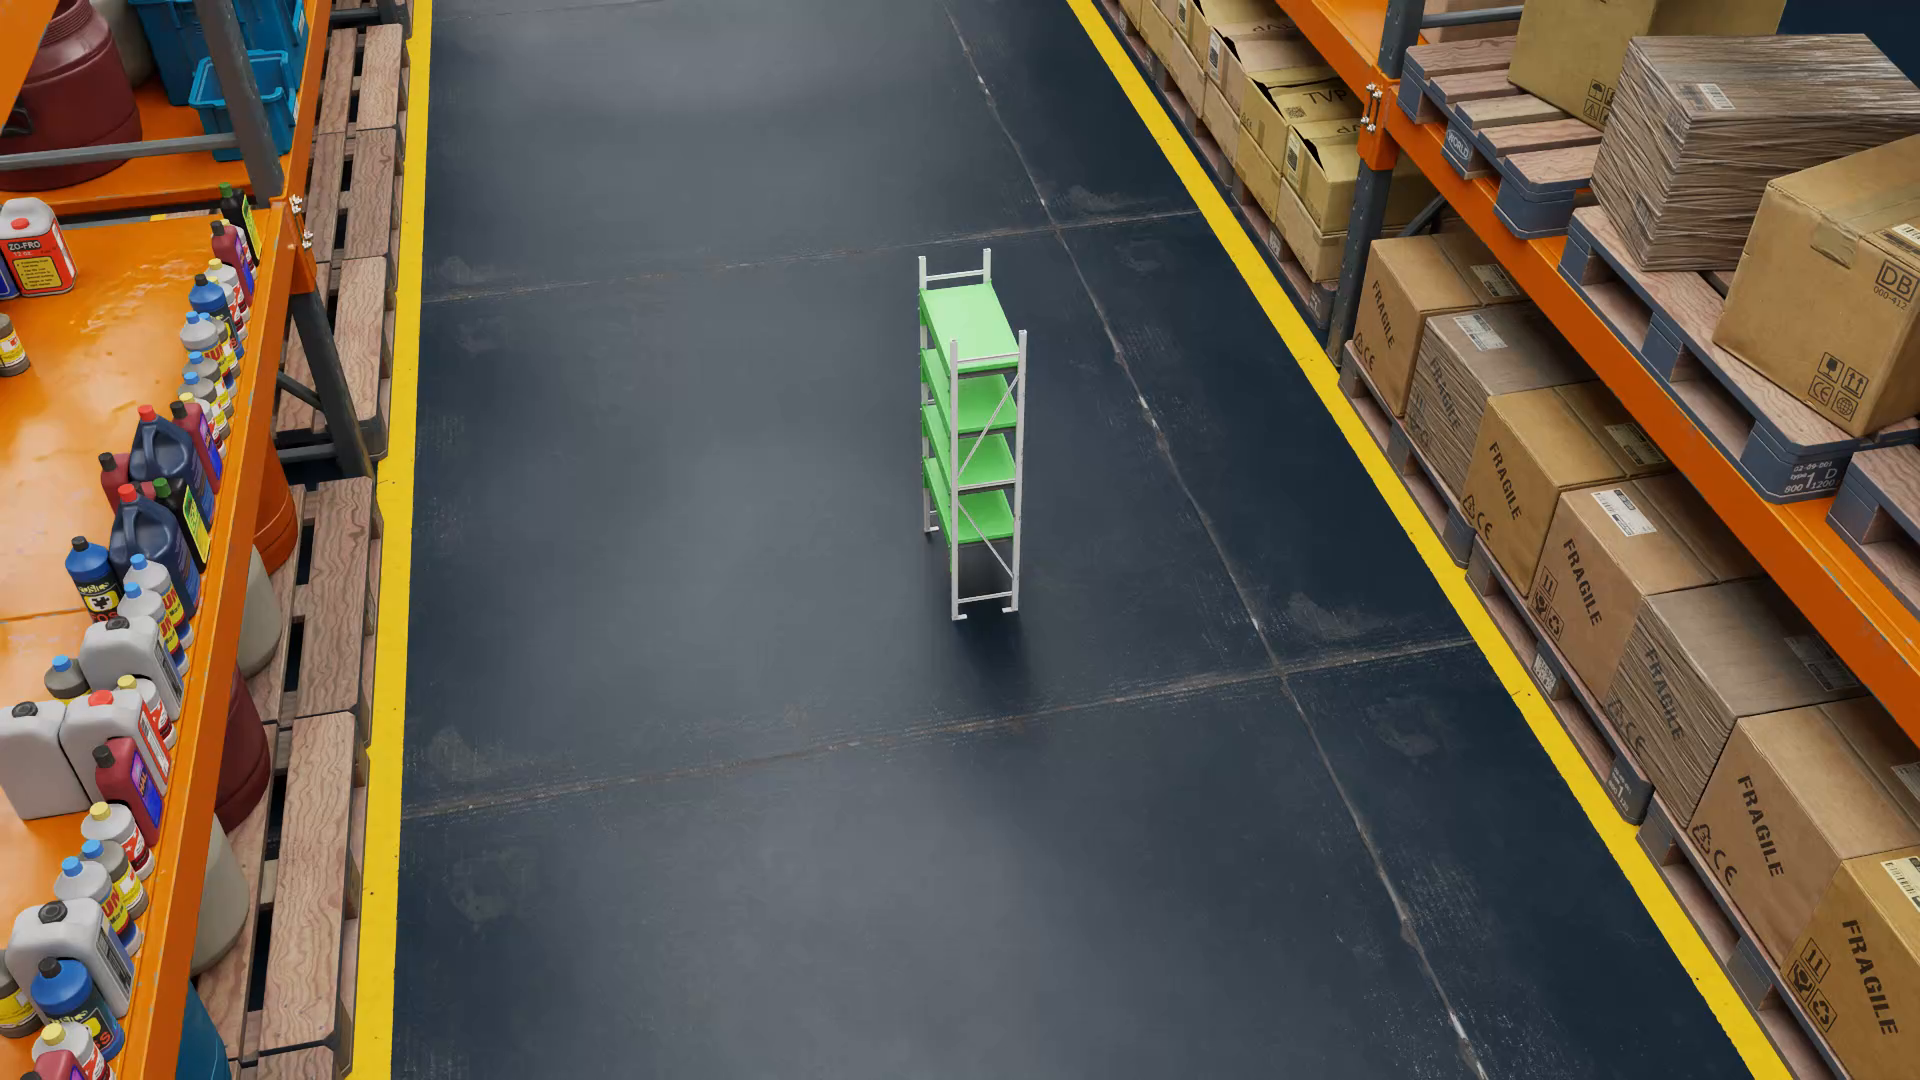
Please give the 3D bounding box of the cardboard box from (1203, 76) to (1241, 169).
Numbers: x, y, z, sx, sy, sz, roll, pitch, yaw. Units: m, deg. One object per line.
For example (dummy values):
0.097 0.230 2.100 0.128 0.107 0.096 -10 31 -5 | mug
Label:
1.501 -2.052 8.058 0.500 0.250 0.500 -7 42 -8 | cardboard box

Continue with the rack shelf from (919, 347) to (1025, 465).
0.036 -0.473 5.614 0.258 0.148 0.480 -8 42 -9 | rack shelf

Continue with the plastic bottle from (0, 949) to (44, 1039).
-1.826 0.855 3.177 0.097 0.201 0.097 0 42 0 | plastic bottle

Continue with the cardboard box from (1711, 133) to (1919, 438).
2.495 -0.696 4.382 0.700 0.500 0.500 -19 45 -20 | cardboard box

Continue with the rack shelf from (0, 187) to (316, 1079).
-2.333 0.315 4.177 1.077 0.370 4.000 -8 42 -9 | rack shelf

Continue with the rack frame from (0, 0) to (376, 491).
-2.764 -1.250 5.399 1.000 3.000 0.127 -8 42 -9 | rack frame

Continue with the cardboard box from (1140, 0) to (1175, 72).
1.278 -2.715 8.804 0.500 0.250 0.500 -10 42 -11 | cardboard box

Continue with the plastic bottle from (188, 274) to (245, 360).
-2.162 -0.648 4.817 0.097 0.271 0.097 0 42 0 | plastic bottle

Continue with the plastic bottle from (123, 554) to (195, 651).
-1.898 0.143 3.926 0.097 0.271 0.097 0 42 0 | plastic bottle

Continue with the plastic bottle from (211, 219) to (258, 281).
-2.253 -0.897 5.151 0.097 0.201 0.097 0 42 0 | plastic bottle

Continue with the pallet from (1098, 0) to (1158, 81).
1.407 -3.036 9.511 1.003 0.211 1.213 -8 42 -9 | pallet

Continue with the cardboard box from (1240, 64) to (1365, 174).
1.601 -1.936 7.504 0.500 0.311 0.500 -9 42 -10 | cardboard box

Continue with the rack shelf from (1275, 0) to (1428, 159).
1.641 -2.985 7.895 1.077 0.370 4.000 -8 42 -9 | rack shelf

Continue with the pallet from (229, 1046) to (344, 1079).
-2.027 1.879 3.974 1.003 0.211 1.213 -8 42 -9 | pallet

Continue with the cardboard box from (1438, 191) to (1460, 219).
2.247 -1.678 7.213 0.500 0.311 0.500 -7 42 -8 | cardboard box

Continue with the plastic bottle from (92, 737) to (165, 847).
-1.755 0.512 3.502 0.061 0.283 0.133 -8 42 -9 | plastic bottle

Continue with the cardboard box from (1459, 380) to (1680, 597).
2.114 -0.187 5.753 0.500 0.500 0.500 -9 42 -10 | cardboard box

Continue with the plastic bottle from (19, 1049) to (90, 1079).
-1.592 1.001 2.951 0.061 0.283 0.133 -8 42 -9 | plastic bottle

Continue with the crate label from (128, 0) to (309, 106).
-2.715 -1.946 6.156 0.502 0.435 0.616 -8 42 -9 | crate label

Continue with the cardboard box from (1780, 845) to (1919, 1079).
2.550 1.127 4.273 0.500 0.500 0.500 -9 42 -10 | cardboard box

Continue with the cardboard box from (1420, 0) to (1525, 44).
2.037 -2.166 6.498 0.500 0.311 0.500 -6 42 -7 | cardboard box

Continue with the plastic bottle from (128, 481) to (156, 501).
-2.005 -0.050 4.134 0.061 0.283 0.133 -8 42 -9 | plastic bottle

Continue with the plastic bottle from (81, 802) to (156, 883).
-1.748 0.620 3.442 0.097 0.201 0.097 0 42 0 | plastic bottle

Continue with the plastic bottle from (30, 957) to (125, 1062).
-1.656 0.870 3.107 0.097 0.271 0.097 0 42 0 | plastic bottle

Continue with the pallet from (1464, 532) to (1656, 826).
2.457 0.364 5.681 1.003 0.211 1.213 -8 42 -9 | pallet

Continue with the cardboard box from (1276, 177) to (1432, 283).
1.721 -1.392 7.314 0.500 0.250 0.500 -7 42 -8 | cardboard box

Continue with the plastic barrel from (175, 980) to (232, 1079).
-2.155 1.156 3.952 0.600 0.901 0.708 -8 42 -9 | plastic barrel

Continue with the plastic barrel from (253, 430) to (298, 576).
-2.642 -0.281 5.625 0.600 0.830 0.708 -8 42 -9 | plastic barrel

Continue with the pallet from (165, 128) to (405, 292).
-3.154 -1.504 7.786 1.003 0.211 1.213 -8 42 -9 | pallet

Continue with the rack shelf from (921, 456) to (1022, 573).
0.036 -0.114 5.933 0.258 0.148 0.480 -8 42 -9 | rack shelf

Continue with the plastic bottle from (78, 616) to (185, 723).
-1.879 0.284 3.764 0.152 0.276 0.135 -8 42 -9 | plastic bottle

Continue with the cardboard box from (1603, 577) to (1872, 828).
2.344 0.480 5.001 0.500 0.500 0.500 -8 42 -9 | cardboard box

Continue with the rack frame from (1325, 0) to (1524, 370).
2.073 -1.958 6.196 1.000 3.000 0.127 -8 42 -9 | rack frame

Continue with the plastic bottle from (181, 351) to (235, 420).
-2.099 -0.432 4.627 0.097 0.201 0.097 0 42 0 | plastic bottle

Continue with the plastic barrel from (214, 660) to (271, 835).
-2.398 0.541 4.881 0.600 0.588 0.708 -8 42 -9 | plastic barrel

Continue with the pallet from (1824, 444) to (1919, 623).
2.871 0.173 3.940 1.003 0.211 1.213 -8 42 -9 | pallet

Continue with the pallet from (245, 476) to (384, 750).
-2.554 0.298 5.756 1.003 0.211 1.213 -8 42 -9 | pallet

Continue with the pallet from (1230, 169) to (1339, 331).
1.933 -1.454 7.729 1.003 0.211 1.213 -8 42 -9 | pallet

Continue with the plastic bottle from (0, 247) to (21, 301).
-2.987 -0.877 5.072 0.152 0.276 0.135 -8 42 -9 | plastic bottle

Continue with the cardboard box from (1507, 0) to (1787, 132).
2.319 -1.760 5.581 0.700 0.500 0.500 -22 46 -23 | cardboard box

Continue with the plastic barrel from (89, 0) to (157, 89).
-3.195 -1.928 6.078 0.421 0.512 0.421 0 42 0 | plastic barrel

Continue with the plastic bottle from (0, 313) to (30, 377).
-2.769 -0.579 4.793 0.097 0.201 0.097 0 42 0 | plastic bottle

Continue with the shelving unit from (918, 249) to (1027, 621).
0.036 -0.341 5.731 0.258 1.200 0.503 -8 42 -9 | shelving unit

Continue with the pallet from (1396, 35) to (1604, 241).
2.288 -1.456 5.776 1.213 0.211 1.003 -8 42 -9 | pallet

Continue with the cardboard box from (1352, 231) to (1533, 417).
1.892 -0.851 6.501 0.500 0.500 0.500 -7 42 -7 | cardboard box

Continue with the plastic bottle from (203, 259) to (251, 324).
-2.204 -0.748 4.983 0.097 0.201 0.097 0 42 0 | plastic bottle

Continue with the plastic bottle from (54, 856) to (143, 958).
-1.706 0.720 3.276 0.097 0.271 0.097 0 42 0 | plastic bottle

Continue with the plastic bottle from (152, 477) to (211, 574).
-1.945 -0.058 4.144 0.061 0.283 0.133 -8 42 -9 | plastic bottle

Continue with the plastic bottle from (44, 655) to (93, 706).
-1.997 0.342 3.755 0.097 0.201 0.097 0 42 0 | plastic bottle

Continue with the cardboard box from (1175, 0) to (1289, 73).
1.389 -2.589 8.239 0.500 0.311 0.500 -7 42 -8 | cardboard box

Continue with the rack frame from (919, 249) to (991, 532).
-0.017 -0.500 5.909 0.240 1.200 0.015 -8 42 -9 | rack frame

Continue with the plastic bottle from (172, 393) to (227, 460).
-2.057 -0.306 4.485 0.097 0.201 0.097 0 42 0 | plastic bottle
